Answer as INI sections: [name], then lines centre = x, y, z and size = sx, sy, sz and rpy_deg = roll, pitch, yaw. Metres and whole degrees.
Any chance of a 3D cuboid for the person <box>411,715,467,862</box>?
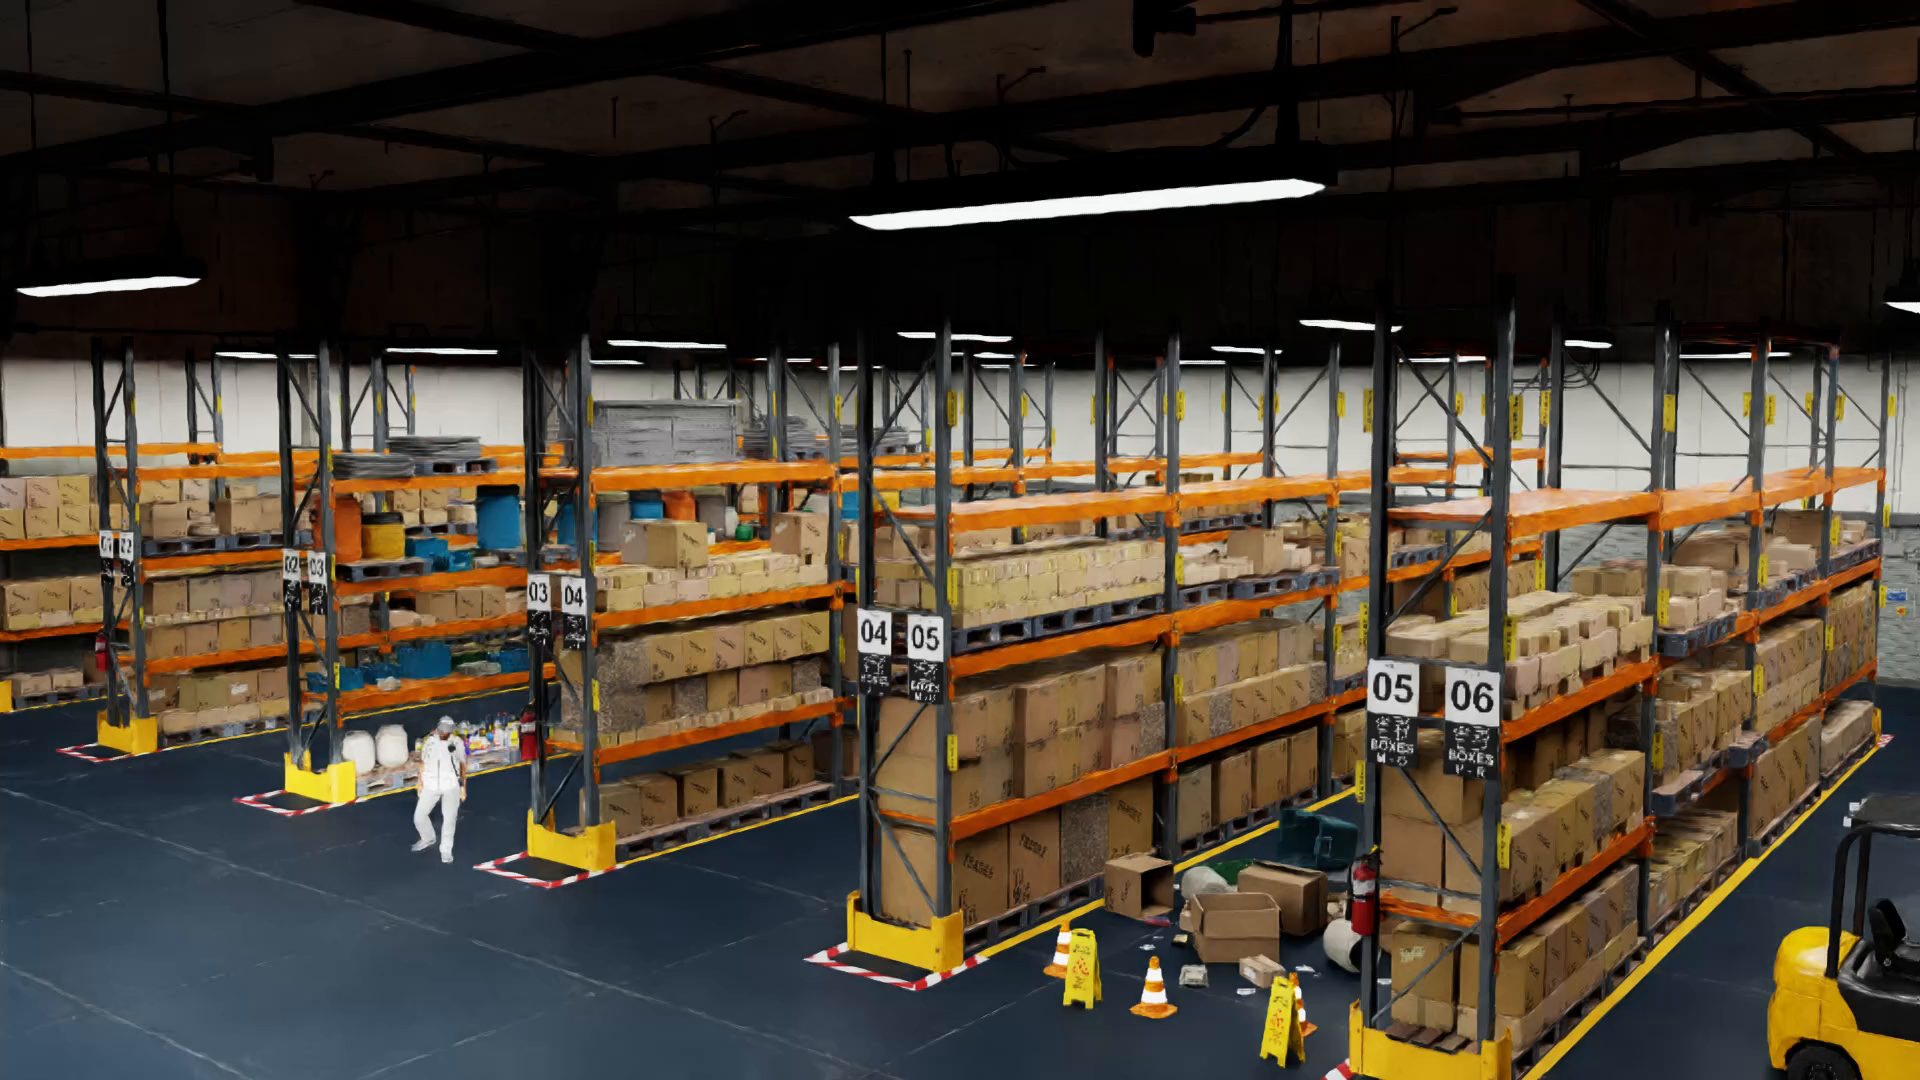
[person]
centre = -5.826, 2.746, 18.525
size = 0.675, 1.641, 0.547
rpy_deg = 0, 5, -3
